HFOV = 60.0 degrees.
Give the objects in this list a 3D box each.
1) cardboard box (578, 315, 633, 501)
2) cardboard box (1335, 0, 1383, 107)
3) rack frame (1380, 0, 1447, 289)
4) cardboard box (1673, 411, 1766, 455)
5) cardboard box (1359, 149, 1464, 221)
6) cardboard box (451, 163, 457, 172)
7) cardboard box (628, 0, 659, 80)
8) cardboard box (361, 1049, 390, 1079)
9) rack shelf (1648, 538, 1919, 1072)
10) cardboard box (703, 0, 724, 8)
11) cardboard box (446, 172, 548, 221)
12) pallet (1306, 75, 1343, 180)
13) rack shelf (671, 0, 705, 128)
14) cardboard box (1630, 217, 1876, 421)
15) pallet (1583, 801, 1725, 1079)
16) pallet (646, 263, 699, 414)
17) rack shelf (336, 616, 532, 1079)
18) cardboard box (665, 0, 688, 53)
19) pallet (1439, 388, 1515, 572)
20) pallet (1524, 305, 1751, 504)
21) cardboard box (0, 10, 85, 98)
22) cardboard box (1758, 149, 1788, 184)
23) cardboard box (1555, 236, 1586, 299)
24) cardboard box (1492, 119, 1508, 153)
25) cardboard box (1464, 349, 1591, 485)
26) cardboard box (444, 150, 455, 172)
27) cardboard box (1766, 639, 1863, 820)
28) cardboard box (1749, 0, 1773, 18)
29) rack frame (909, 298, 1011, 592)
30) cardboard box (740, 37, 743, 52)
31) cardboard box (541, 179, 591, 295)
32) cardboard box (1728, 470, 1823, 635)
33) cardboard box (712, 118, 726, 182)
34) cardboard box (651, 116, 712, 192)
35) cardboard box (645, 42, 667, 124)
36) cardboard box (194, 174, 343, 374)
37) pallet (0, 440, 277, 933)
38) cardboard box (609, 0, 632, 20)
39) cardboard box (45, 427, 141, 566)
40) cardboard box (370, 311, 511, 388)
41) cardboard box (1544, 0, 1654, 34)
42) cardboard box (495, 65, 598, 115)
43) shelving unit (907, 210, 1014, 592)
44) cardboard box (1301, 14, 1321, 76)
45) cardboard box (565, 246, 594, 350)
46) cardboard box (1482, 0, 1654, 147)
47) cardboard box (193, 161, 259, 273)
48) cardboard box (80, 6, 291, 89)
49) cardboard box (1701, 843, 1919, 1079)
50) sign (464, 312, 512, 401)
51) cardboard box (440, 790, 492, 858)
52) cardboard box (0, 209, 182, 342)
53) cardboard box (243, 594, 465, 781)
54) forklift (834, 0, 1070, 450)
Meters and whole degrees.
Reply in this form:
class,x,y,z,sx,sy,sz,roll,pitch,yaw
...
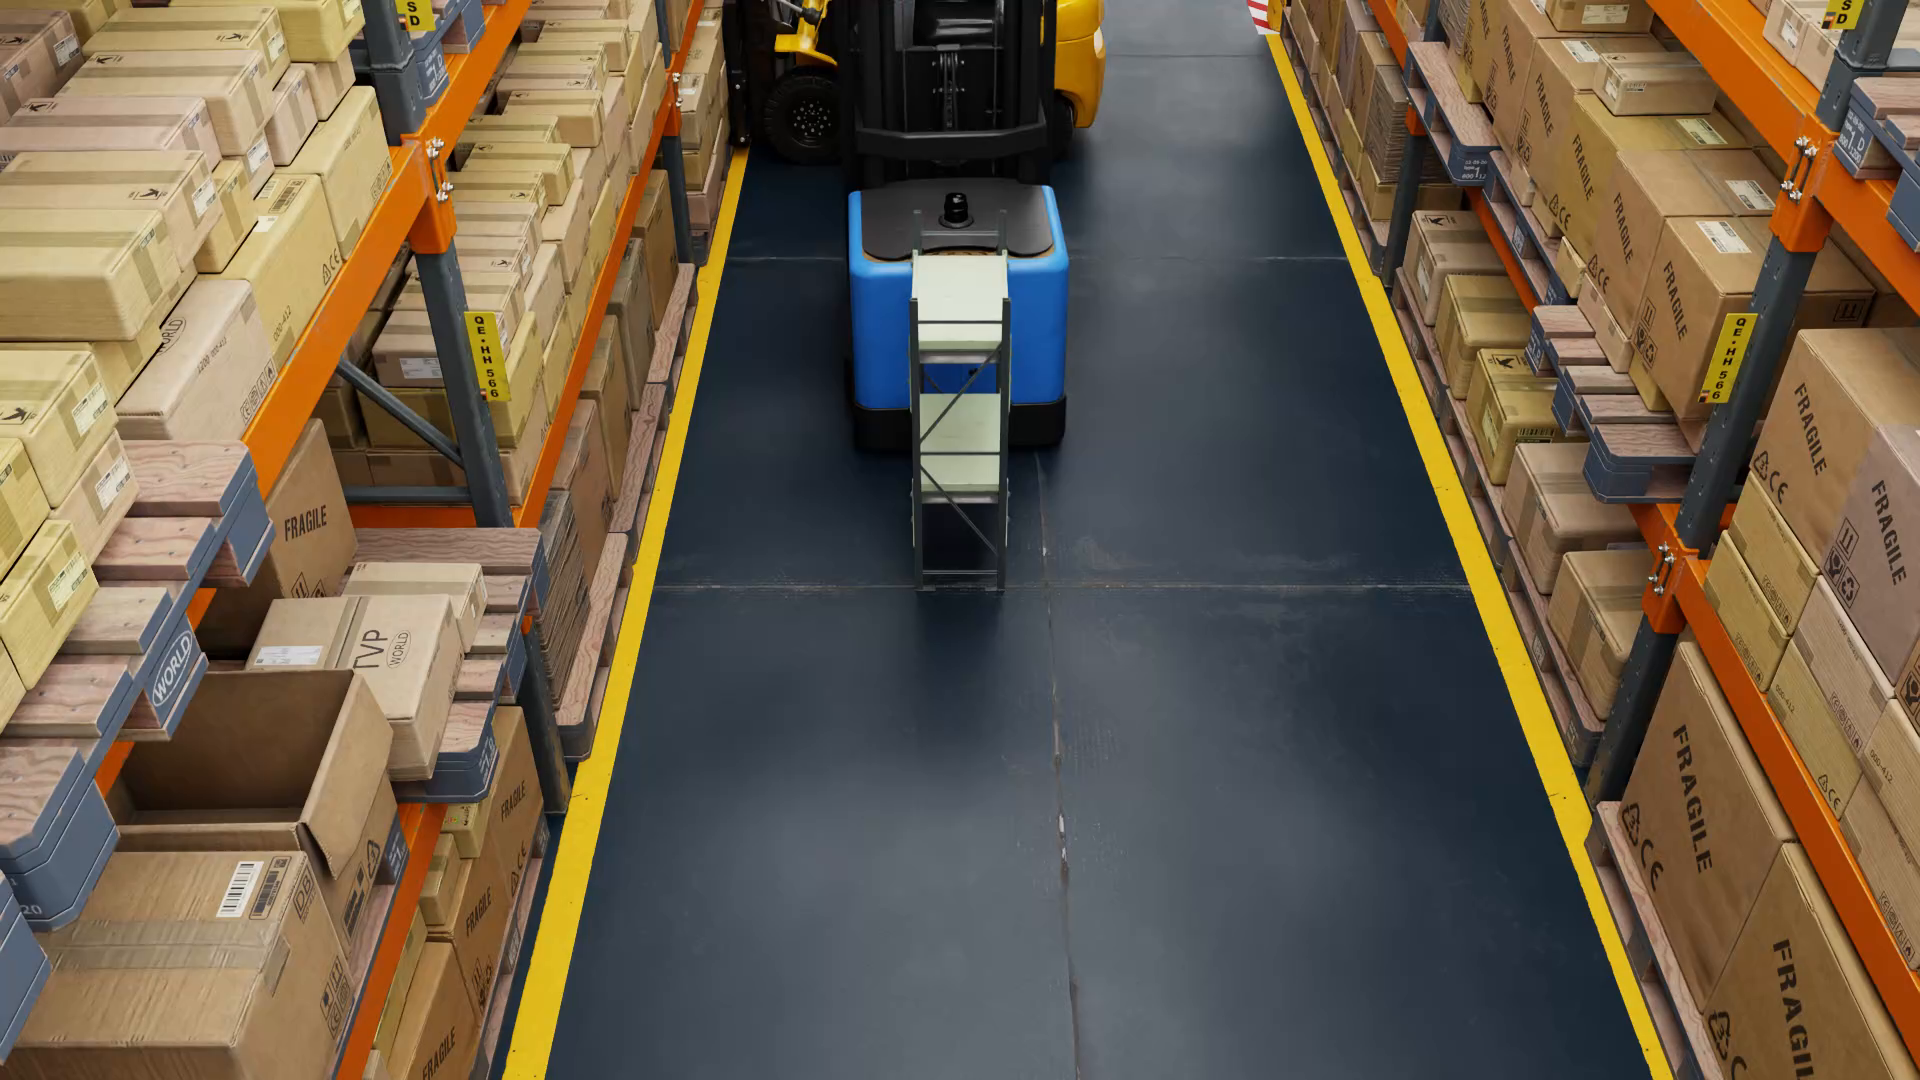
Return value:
class,x,y,z,sx,sy,sz,roll,pitch,yaw
cardboard box,-2.018,-0.601,7.665,0.875,0.625,0.625,-2,39,-2
cardboard box,2.665,-3.042,10.411,0.500,0.500,0.500,2,39,2
rack frame,2.938,-2.652,8.660,1.000,3.000,0.127,0,39,0
cardboard box,2.707,-0.421,5.741,0.380,0.149,0.250,1,39,2
cardboard box,2.668,-2.112,9.850,0.500,0.250,0.500,2,39,2
cardboard box,-2.293,-1.509,6.955,0.500,0.250,0.500,-1,39,-1
cardboard box,-1.770,-2.475,8.160,0.500,0.250,0.500,-1,39,-1
cardboard box,-1.794,1.552,4.559,0.380,0.149,0.250,-2,39,-2
rack shelf,2.945,1.381,4.203,1.077,0.370,4.000,0,39,0
cardboard box,-1.708,-3.389,10.643,0.500,0.250,0.500,-1,39,-1
cardboard box,-1.798,-1.284,6.355,0.380,0.149,0.250,0,39,0
pallet,2.897,-2.748,11.011,1.003,0.211,1.213,0,39,0
rack shelf,-2.028,-3.616,10.438,1.077,0.370,4.000,0,39,0
cardboard box,2.664,-0.753,5.638,0.500,0.500,0.500,-1,39,-1
pallet,2.868,1.431,5.795,1.003,0.211,1.213,0,39,0
pallet,-1.986,-1.097,8.950,1.003,0.211,1.213,0,39,0
rack shelf,-2.019,1.387,4.196,1.077,0.370,4.000,0,39,0
cardboard box,-1.765,-2.962,8.968,0.500,0.500,0.500,-1,39,-1
pallet,2.944,-0.312,7.970,1.003,0.211,1.213,0,39,0
pallet,2.835,-0.521,6.155,1.213,0.211,1.003,0,39,0
cardboard box,-2.326,-1.139,3.937,0.380,0.149,0.250,0,39,0
cardboard box,3.166,-1.077,6.041,0.500,0.500,0.500,2,39,2
cardboard box,2.582,-1.075,6.558,0.380,0.149,0.250,1,39,1
cardboard box,2.649,-1.877,7.559,0.380,0.149,0.250,1,39,1
cardboard box,2.948,-0.578,7.838,0.950,0.372,0.625,1,39,1
cardboard box,-2.245,-1.600,6.749,0.380,0.149,0.250,1,39,1
cardboard box,2.710,0.536,4.803,0.500,0.250,0.500,-1,39,-1
cardboard box,2.951,-1.952,5.309,0.700,0.500,0.500,0,39,0
rack frame,0.000,-0.361,7.001,0.400,1.500,0.023,0,39,0
cardboard box,-1.706,-3.492,11.172,0.500,0.250,0.500,-1,39,-1
cardboard box,-1.760,-1.199,6.567,0.500,0.250,0.500,-1,39,-1
cardboard box,2.696,0.030,5.034,0.500,0.250,0.500,0,39,0
cardboard box,-1.711,-2.357,10.155,0.500,0.250,0.500,-1,39,-1
cardboard box,-1.718,-2.234,9.603,0.500,0.250,0.500,0,39,0
cardboard box,-1.764,-2.272,8.307,0.500,0.250,0.500,1,39,1
cardboard box,-1.777,-0.621,3.848,0.500,0.250,0.500,0,39,0
pallet,-1.952,0.204,2.849,1.213,0.211,1.003,0,39,0
cardboard box,-1.785,-2.563,7.951,0.380,0.149,0.250,-1,39,-1
cardboard box,-1.647,-0.067,2.821,0.380,0.149,0.250,1,39,1
cardboard box,-1.727,-0.636,5.546,0.380,0.149,0.250,1,39,1
cardboard box,2.689,-2.250,6.987,0.380,0.149,0.250,2,39,2
cardboard box,-1.772,-1.925,7.155,0.380,0.149,0.250,0,39,0
shelving unit,0.000,-0.589,7.286,0.431,1.500,0.755,0,39,0
cardboard box,2.651,-3.420,11.482,0.500,0.250,0.500,1,39,2
cardboard box,-1.781,-1.000,6.719,0.500,0.250,0.500,-1,39,-2
cardboard box,2.640,-2.055,7.262,0.500,0.500,0.500,0,39,0
cardboard box,-1.781,-0.708,3.638,0.380,0.149,0.250,0,39,0
cardboard box,-1.831,-1.149,3.949,0.380,0.149,0.250,-1,39,-2
cardboard box,2.857,1.505,4.837,0.875,0.875,0.875,0,39,1
sign,-1.479,-0.571,5.202,0.100,0.325,0.005,0,39,0
cardboard box,-1.736,0.894,5.381,0.380,0.149,0.250,-2,39,-2
cardboard box,-1.724,-0.502,3.142,0.380,0.149,0.250,0,39,0
cardboard box,-1.696,0.410,4.624,0.500,0.250,0.500,-2,39,-2
forklift,-0.085,-2.491,8.514,1.130,2.935,3.031,-2,39,-3
